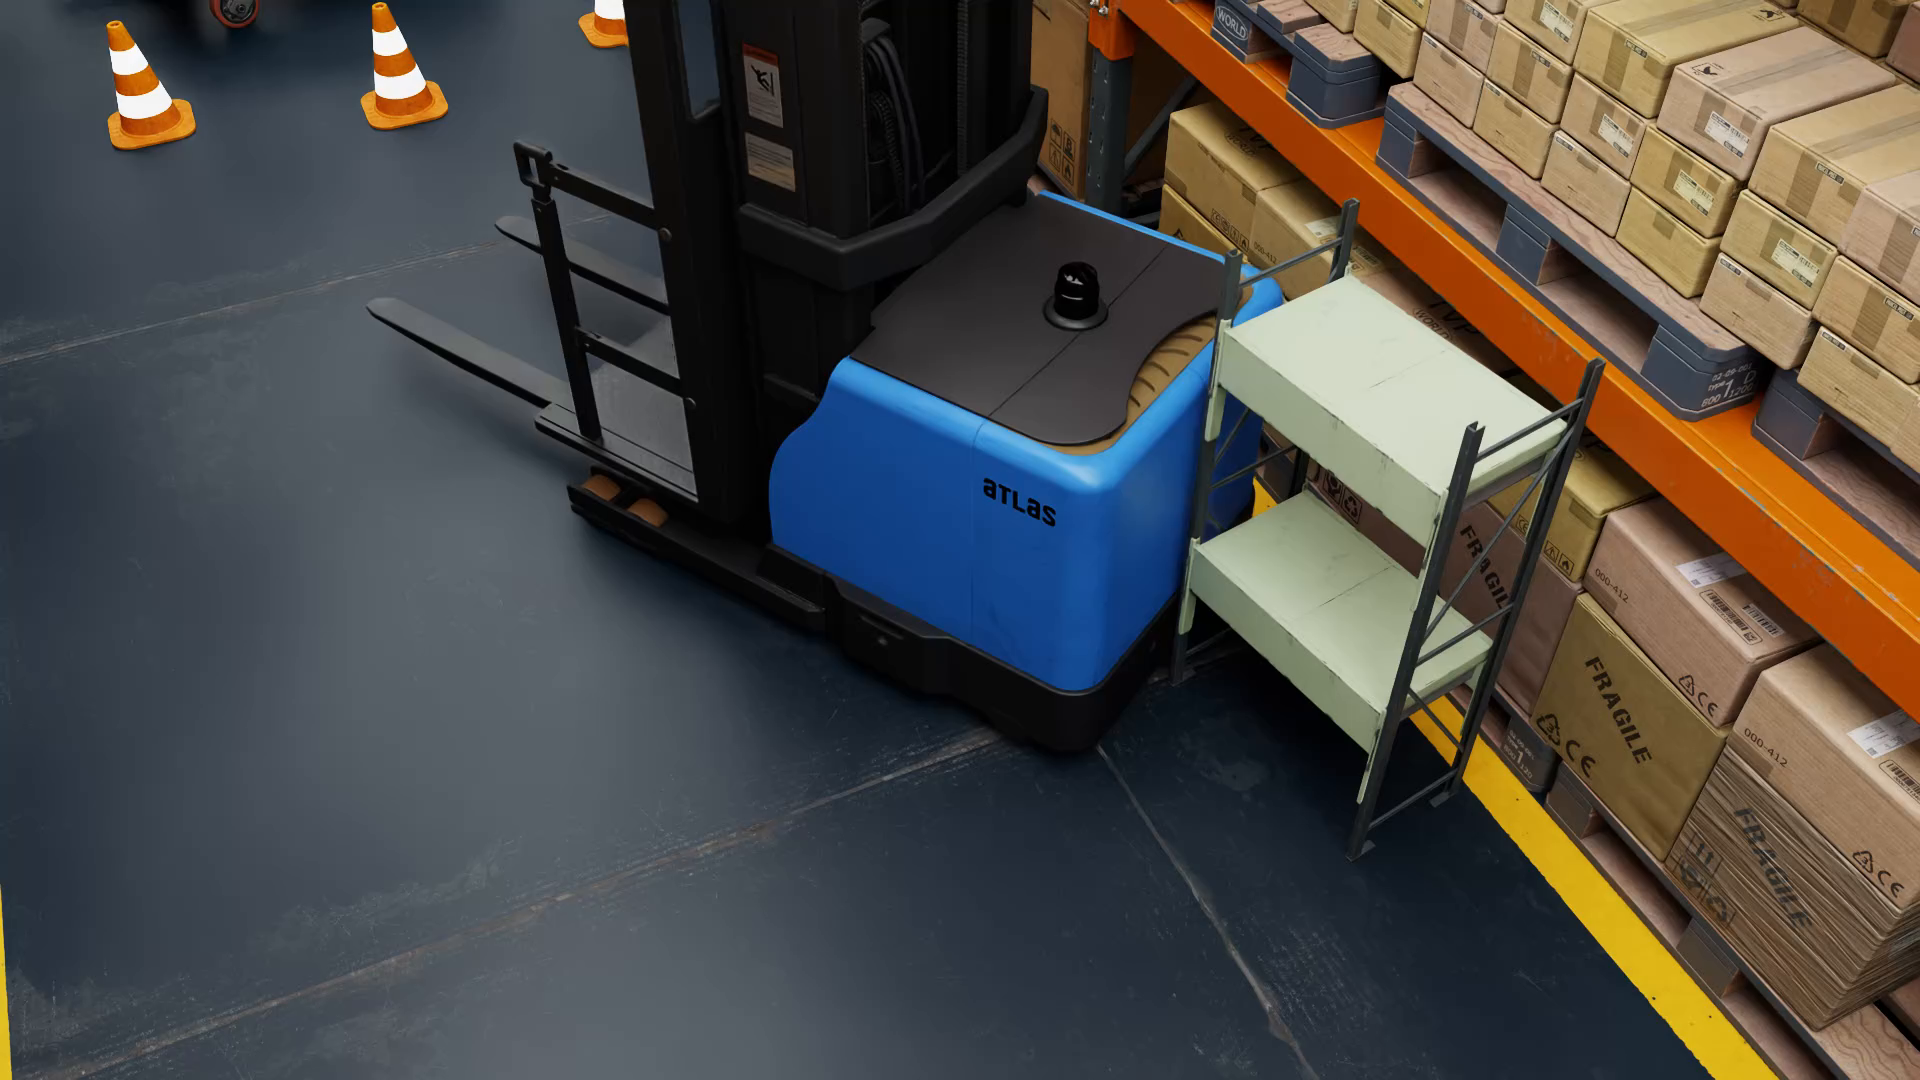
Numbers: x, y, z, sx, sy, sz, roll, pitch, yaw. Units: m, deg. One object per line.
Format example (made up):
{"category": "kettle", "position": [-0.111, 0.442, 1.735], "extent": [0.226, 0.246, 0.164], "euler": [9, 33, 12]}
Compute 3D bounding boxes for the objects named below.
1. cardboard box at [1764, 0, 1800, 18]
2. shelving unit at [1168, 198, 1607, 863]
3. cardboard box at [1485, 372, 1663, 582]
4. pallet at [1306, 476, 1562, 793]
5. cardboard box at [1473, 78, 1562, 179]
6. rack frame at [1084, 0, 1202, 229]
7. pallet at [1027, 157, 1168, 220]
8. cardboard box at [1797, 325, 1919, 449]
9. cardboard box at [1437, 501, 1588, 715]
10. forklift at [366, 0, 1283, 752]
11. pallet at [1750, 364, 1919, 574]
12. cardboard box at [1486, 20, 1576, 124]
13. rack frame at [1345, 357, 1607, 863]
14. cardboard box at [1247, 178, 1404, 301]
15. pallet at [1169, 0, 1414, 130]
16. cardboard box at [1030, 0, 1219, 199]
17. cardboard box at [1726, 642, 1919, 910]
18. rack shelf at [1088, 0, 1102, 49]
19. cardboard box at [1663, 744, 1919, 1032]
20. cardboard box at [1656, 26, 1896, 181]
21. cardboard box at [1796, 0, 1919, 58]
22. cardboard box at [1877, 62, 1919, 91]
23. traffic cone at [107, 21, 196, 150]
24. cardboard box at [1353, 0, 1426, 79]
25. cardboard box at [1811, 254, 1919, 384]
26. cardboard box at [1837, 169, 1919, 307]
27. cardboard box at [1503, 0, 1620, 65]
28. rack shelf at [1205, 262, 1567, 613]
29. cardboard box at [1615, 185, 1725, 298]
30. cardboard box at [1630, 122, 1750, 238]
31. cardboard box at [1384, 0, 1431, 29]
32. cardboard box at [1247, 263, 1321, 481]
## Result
{"category": "cardboard box", "position": [2.093, -1.337, 4.137], "extent": [0.380, 0.149, 0.250], "euler": [-17, 47, -16]}
{"category": "shelving unit", "position": [0.982, 0.020, 4.162], "extent": [0.431, 1.500, 0.755], "euler": [-26, 50, -24]}
{"category": "cardboard box", "position": [1.628, -0.214, 4.278], "extent": [0.500, 0.250, 0.500], "euler": [-20, 48, -19]}
{"category": "pallet", "position": [1.764, 0.095, 5.003], "extent": [1.003, 0.211, 1.213], "euler": [-18, 47, -17]}
{"category": "cardboard box", "position": [1.492, -1.043, 4.052], "extent": [0.380, 0.149, 0.250], "euler": [-17, 47, -17]}
{"category": "rack frame", "position": [0.928, -2.172, 5.316], "extent": [1.000, 3.000, 0.127], "euler": [-18, 47, -17]}
{"category": "pallet", "position": [0.664, -1.704, 6.827], "extent": [1.003, 0.211, 1.213], "euler": [-18, 47, -17]}
{"category": "cardboard box", "position": [1.945, -0.363, 3.362], "extent": [0.380, 0.149, 0.250], "euler": [-20, 48, -19]}
{"category": "cardboard box", "position": [1.643, 0.065, 4.530], "extent": [0.500, 0.500, 0.500], "euler": [-19, 48, -18]}
{"category": "forklift", "position": [-0.623, -1.287, 4.468], "extent": [3.031, 2.935, 1.130], "euler": [26, 50, 24]}
{"category": "pallet", "position": [2.420, -0.085, 3.337], "extent": [1.003, 0.211, 1.213], "euler": [-18, 47, -17]}
{"category": "cardboard box", "position": [1.491, -1.151, 3.949], "extent": [0.380, 0.149, 0.250], "euler": [-18, 48, -18]}
{"category": "rack frame", "position": [1.189, 0.232, 3.947], "extent": [0.400, 1.500, 0.023], "euler": [-26, 50, -24]}
{"category": "cardboard box", "position": [1.211, -0.865, 4.938], "extent": [0.500, 0.250, 0.500], "euler": [-19, 48, -18]}
{"category": "pallet", "position": [1.324, -1.681, 4.955], "extent": [1.213, 0.211, 1.003], "euler": [-18, 47, -17]}
{"category": "cardboard box", "position": [0.753, -1.936, 6.379], "extent": [1.050, 0.750, 0.750], "euler": [-19, 48, -18]}
{"category": "cardboard box", "position": [2.067, 0.450, 3.605], "extent": [0.500, 0.250, 0.500], "euler": [-19, 48, -18]}
{"category": "rack shelf", "position": [0.087, -3.191, 6.860], "extent": [1.077, 0.370, 4.000], "euler": [-18, 47, -17]}
{"category": "cardboard box", "position": [2.070, 0.720, 3.866], "extent": [0.500, 0.500, 0.500], "euler": [-19, 48, -18]}
{"category": "cardboard box", "position": [1.716, -0.924, 3.507], "extent": [0.380, 0.149, 0.250], "euler": [-20, 48, -19]}
{"category": "cardboard box", "position": [2.200, -1.276, 3.864], "extent": [0.380, 0.149, 0.250], "euler": [-17, 47, -16]}
{"category": "cardboard box", "position": [2.305, -1.011, 3.807], "extent": [0.380, 0.149, 0.250], "euler": [-19, 48, -18]}
{"category": "traffic cone", "position": [-3.411, -1.915, 6.862], "extent": [0.336, 0.463, 0.334], "euler": [-18, 47, -17]}
{"category": "cardboard box", "position": [1.274, -1.373, 4.386], "extent": [0.380, 0.149, 0.250], "euler": [-16, 47, -16]}
{"category": "cardboard box", "position": [1.930, -0.484, 3.273], "extent": [0.380, 0.149, 0.250], "euler": [-19, 48, -19]}
{"category": "cardboard box", "position": [1.932, -0.597, 3.175], "extent": [0.380, 0.149, 0.250], "euler": [-18, 47, -18]}
{"category": "cardboard box", "position": [1.500, -1.255, 3.843], "extent": [0.380, 0.149, 0.250], "euler": [-17, 47, -16]}
{"category": "rack shelf", "position": [0.982, -0.258, 3.887], "extent": [0.431, 0.370, 0.720], "euler": [-26, 50, -24]}
{"category": "cardboard box", "position": [1.712, -0.707, 3.711], "extent": [0.380, 0.149, 0.250], "euler": [-16, 47, -16]}
{"category": "cardboard box", "position": [1.705, -0.823, 3.617], "extent": [0.380, 0.149, 0.250], "euler": [-18, 47, -17]}
{"category": "cardboard box", "position": [1.286, -1.469, 4.271], "extent": [0.380, 0.149, 0.250], "euler": [-18, 47, -17]}
{"category": "cardboard box", "position": [1.208, -0.587, 5.190], "extent": [0.500, 0.500, 0.500], "euler": [-17, 47, -17]}
